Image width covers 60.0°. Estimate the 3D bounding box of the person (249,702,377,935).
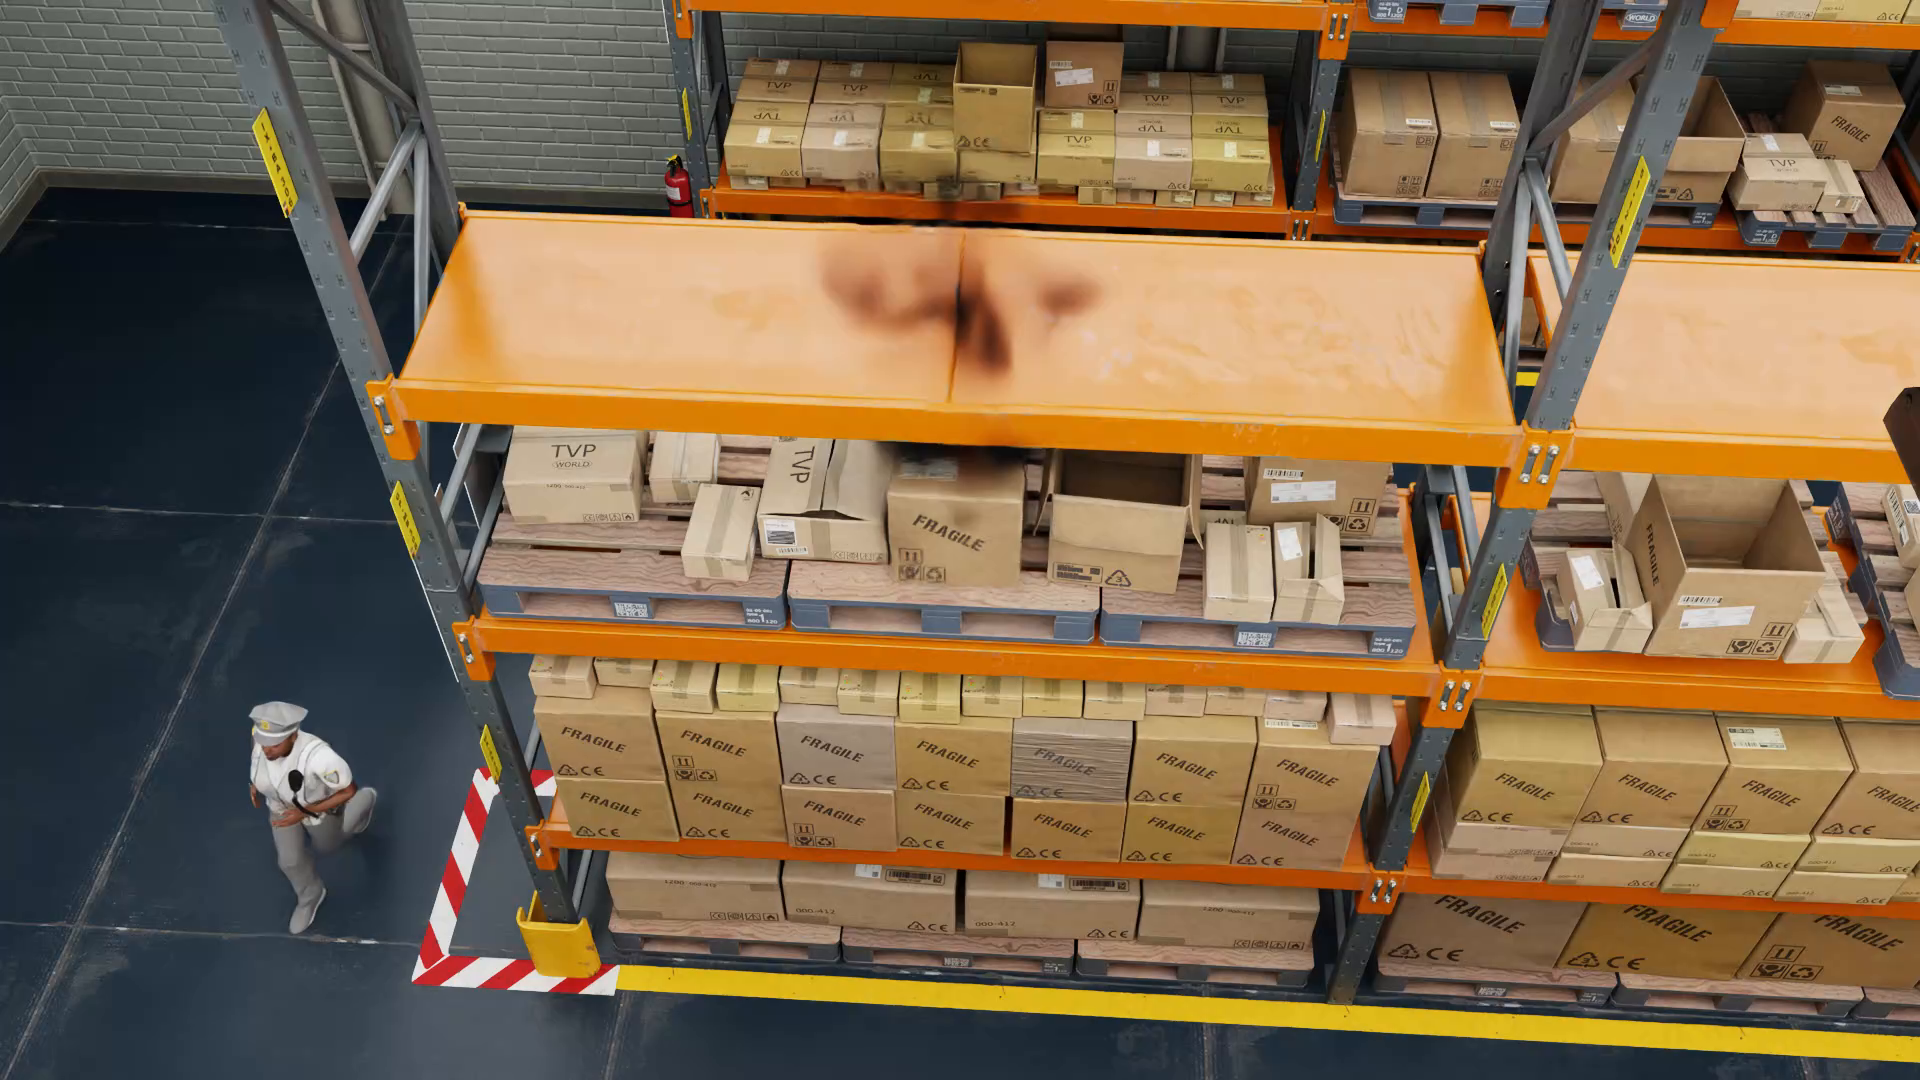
[{"bbox_3d":[-3.269,1.313,8.463,0.616,1.693,0.795,14,49,12],"label":"person"}]
